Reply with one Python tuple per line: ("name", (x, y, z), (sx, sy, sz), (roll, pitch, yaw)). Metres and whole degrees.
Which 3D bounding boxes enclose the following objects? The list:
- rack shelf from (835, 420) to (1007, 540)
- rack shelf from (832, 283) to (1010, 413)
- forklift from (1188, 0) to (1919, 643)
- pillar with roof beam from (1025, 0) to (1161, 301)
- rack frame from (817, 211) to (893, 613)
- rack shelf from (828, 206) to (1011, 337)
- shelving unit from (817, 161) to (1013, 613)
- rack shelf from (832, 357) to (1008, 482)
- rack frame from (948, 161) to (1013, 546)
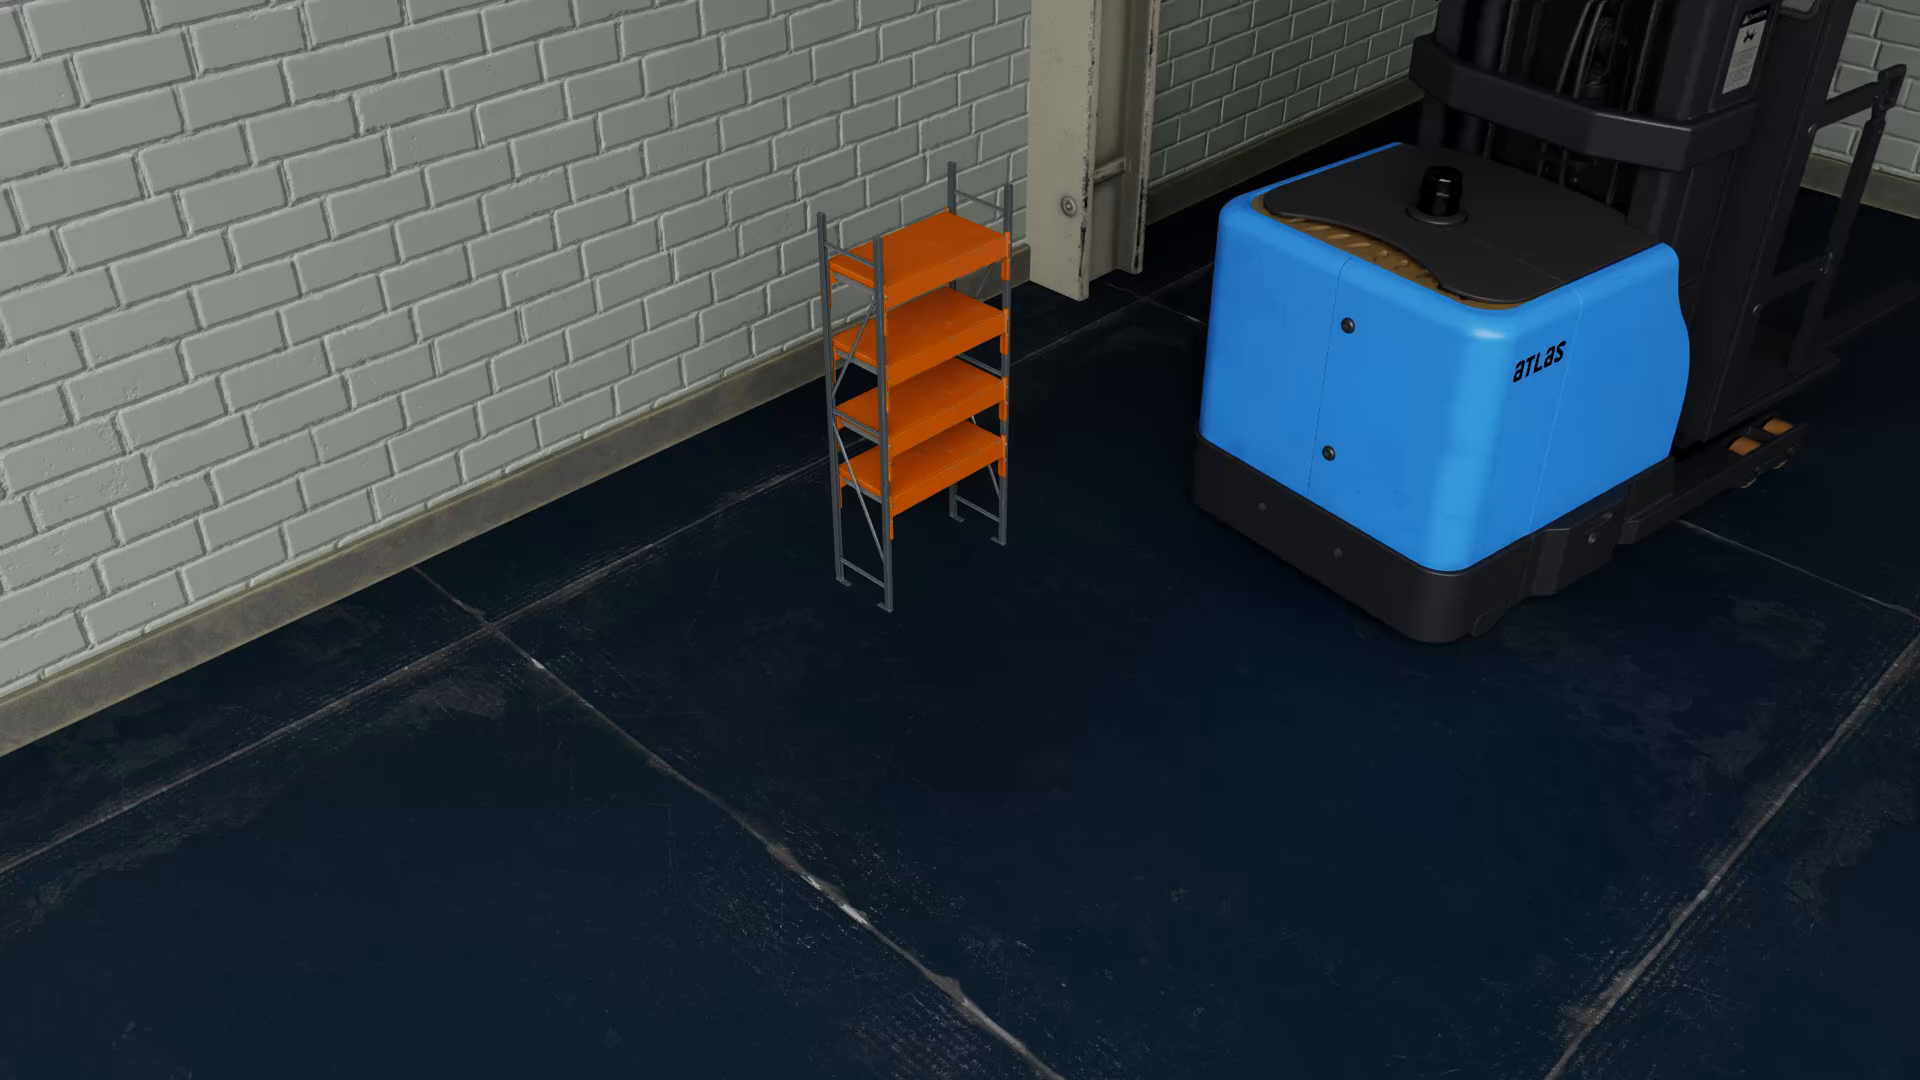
("rack shelf", (-0.117, -0.207, 4.962), (0.258, 0.148, 0.480), (30, 45, 35))
("rack shelf", (-0.117, -0.553, 4.721), (0.258, 0.148, 0.480), (30, 45, 35))
("forklift", (2.208, -1.591, 4.969), (3.031, 2.935, 1.130), (-24, 41, -30))
("pillar with roof beam", (3.562, -3.047, 1.752), (9.100, 9.000, 0.400), (30, 45, 35))
("rack frame", (-0.289, -0.326, 4.668), (0.240, 1.200, 0.015), (30, 45, 35))
("rack shelf", (-0.117, -0.747, 4.586), (0.258, 0.148, 0.480), (30, 45, 35))
("shelving unit", (-0.117, -0.425, 4.810), (0.258, 1.200, 0.503), (30, 45, 35))
("rack shelf", (-0.117, -0.370, 4.849), (0.258, 0.148, 0.480), (30, 45, 35))
("rack frame", (0.055, -0.524, 4.952), (0.240, 1.200, 0.015), (30, 45, 35))
